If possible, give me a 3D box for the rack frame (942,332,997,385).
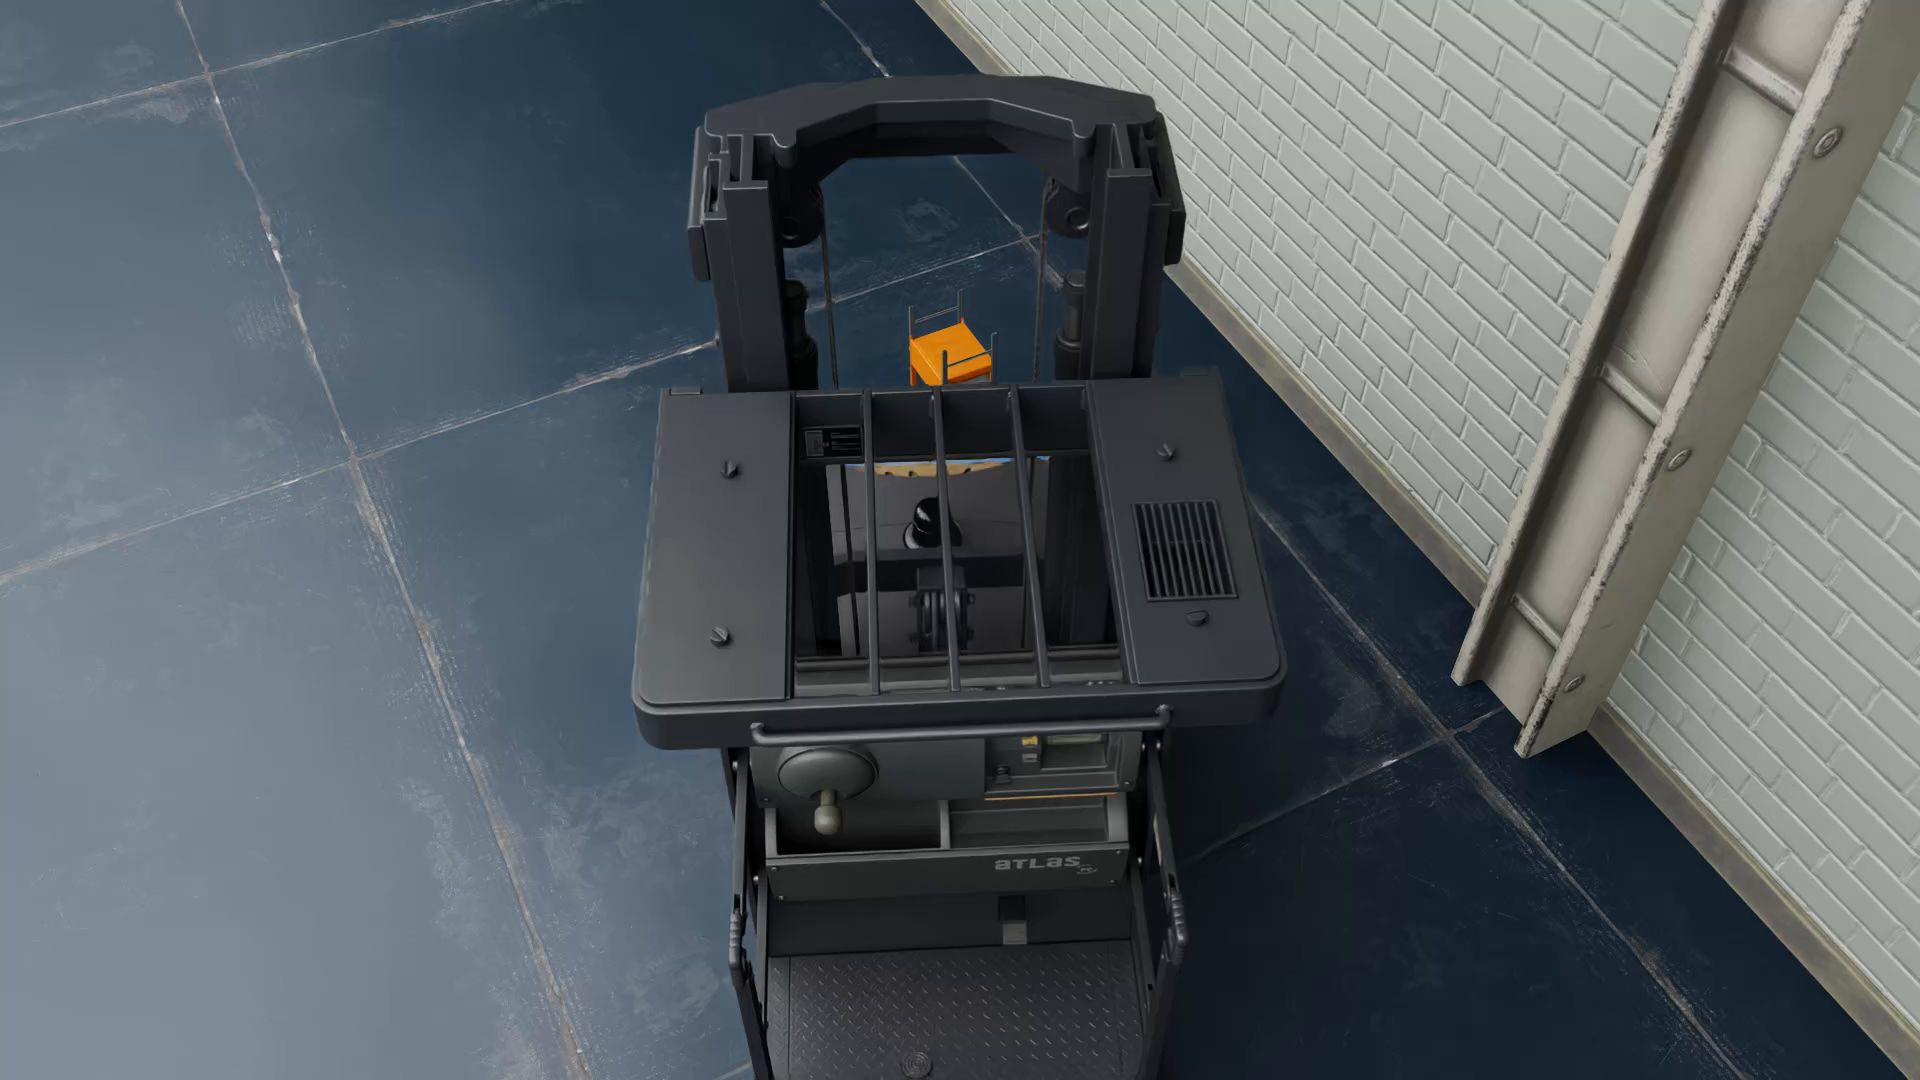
[{"bbox_3d":[0.031,-0.300,5.815,0.200,1.050,0.008,-21,52,-18],"label":"rack frame"}]

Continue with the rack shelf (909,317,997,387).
[{"bbox_3d":[-0.025,-0.561,5.680,0.215,0.259,0.240,-21,52,-18],"label":"rack shelf"}]

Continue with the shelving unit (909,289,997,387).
[{"bbox_3d":[-0.025,-0.381,5.886,0.215,1.050,0.252,-21,52,-18],"label":"shelving unit"}]

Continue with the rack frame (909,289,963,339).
[{"bbox_3d":[-0.080,-0.463,5.958,0.200,1.050,0.008,-21,52,-18],"label":"rack frame"}]

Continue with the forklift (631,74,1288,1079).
[{"bbox_3d":[-0.019,0.590,3.787,1.130,2.935,3.031,-2,49,-2],"label":"forklift"}]

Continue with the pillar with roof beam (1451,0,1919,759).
[{"bbox_3d":[-1.883,-0.925,1.081,9.100,9.000,0.400,-21,52,-18],"label":"pillar with roof beam"}]
